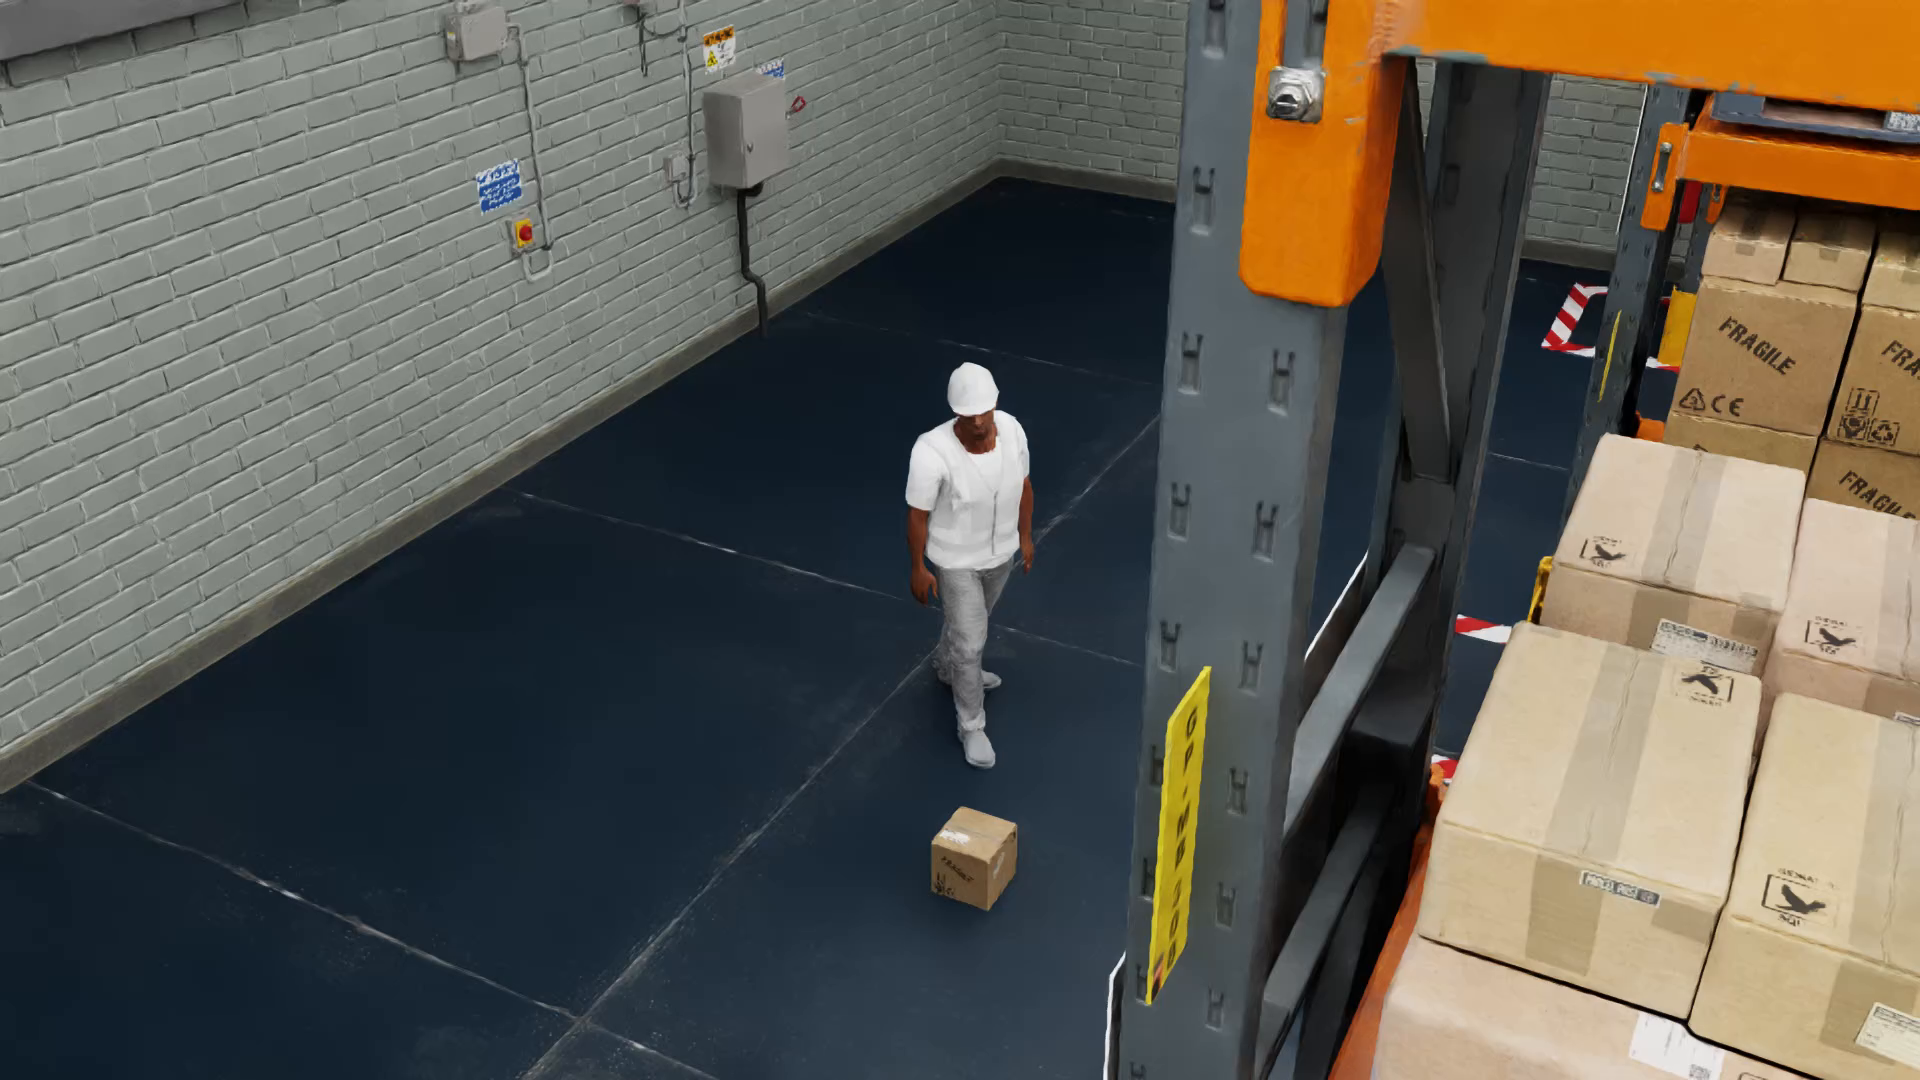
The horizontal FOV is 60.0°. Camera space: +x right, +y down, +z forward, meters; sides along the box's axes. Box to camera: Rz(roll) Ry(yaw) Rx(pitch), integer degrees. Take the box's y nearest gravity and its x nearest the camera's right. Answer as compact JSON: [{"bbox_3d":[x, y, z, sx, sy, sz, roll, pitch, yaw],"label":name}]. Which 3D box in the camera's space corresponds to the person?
[{"bbox_3d":[0.055,0.043,7.031,0.592,1.758,0.692,-21,36,-32],"label":"person"}]
